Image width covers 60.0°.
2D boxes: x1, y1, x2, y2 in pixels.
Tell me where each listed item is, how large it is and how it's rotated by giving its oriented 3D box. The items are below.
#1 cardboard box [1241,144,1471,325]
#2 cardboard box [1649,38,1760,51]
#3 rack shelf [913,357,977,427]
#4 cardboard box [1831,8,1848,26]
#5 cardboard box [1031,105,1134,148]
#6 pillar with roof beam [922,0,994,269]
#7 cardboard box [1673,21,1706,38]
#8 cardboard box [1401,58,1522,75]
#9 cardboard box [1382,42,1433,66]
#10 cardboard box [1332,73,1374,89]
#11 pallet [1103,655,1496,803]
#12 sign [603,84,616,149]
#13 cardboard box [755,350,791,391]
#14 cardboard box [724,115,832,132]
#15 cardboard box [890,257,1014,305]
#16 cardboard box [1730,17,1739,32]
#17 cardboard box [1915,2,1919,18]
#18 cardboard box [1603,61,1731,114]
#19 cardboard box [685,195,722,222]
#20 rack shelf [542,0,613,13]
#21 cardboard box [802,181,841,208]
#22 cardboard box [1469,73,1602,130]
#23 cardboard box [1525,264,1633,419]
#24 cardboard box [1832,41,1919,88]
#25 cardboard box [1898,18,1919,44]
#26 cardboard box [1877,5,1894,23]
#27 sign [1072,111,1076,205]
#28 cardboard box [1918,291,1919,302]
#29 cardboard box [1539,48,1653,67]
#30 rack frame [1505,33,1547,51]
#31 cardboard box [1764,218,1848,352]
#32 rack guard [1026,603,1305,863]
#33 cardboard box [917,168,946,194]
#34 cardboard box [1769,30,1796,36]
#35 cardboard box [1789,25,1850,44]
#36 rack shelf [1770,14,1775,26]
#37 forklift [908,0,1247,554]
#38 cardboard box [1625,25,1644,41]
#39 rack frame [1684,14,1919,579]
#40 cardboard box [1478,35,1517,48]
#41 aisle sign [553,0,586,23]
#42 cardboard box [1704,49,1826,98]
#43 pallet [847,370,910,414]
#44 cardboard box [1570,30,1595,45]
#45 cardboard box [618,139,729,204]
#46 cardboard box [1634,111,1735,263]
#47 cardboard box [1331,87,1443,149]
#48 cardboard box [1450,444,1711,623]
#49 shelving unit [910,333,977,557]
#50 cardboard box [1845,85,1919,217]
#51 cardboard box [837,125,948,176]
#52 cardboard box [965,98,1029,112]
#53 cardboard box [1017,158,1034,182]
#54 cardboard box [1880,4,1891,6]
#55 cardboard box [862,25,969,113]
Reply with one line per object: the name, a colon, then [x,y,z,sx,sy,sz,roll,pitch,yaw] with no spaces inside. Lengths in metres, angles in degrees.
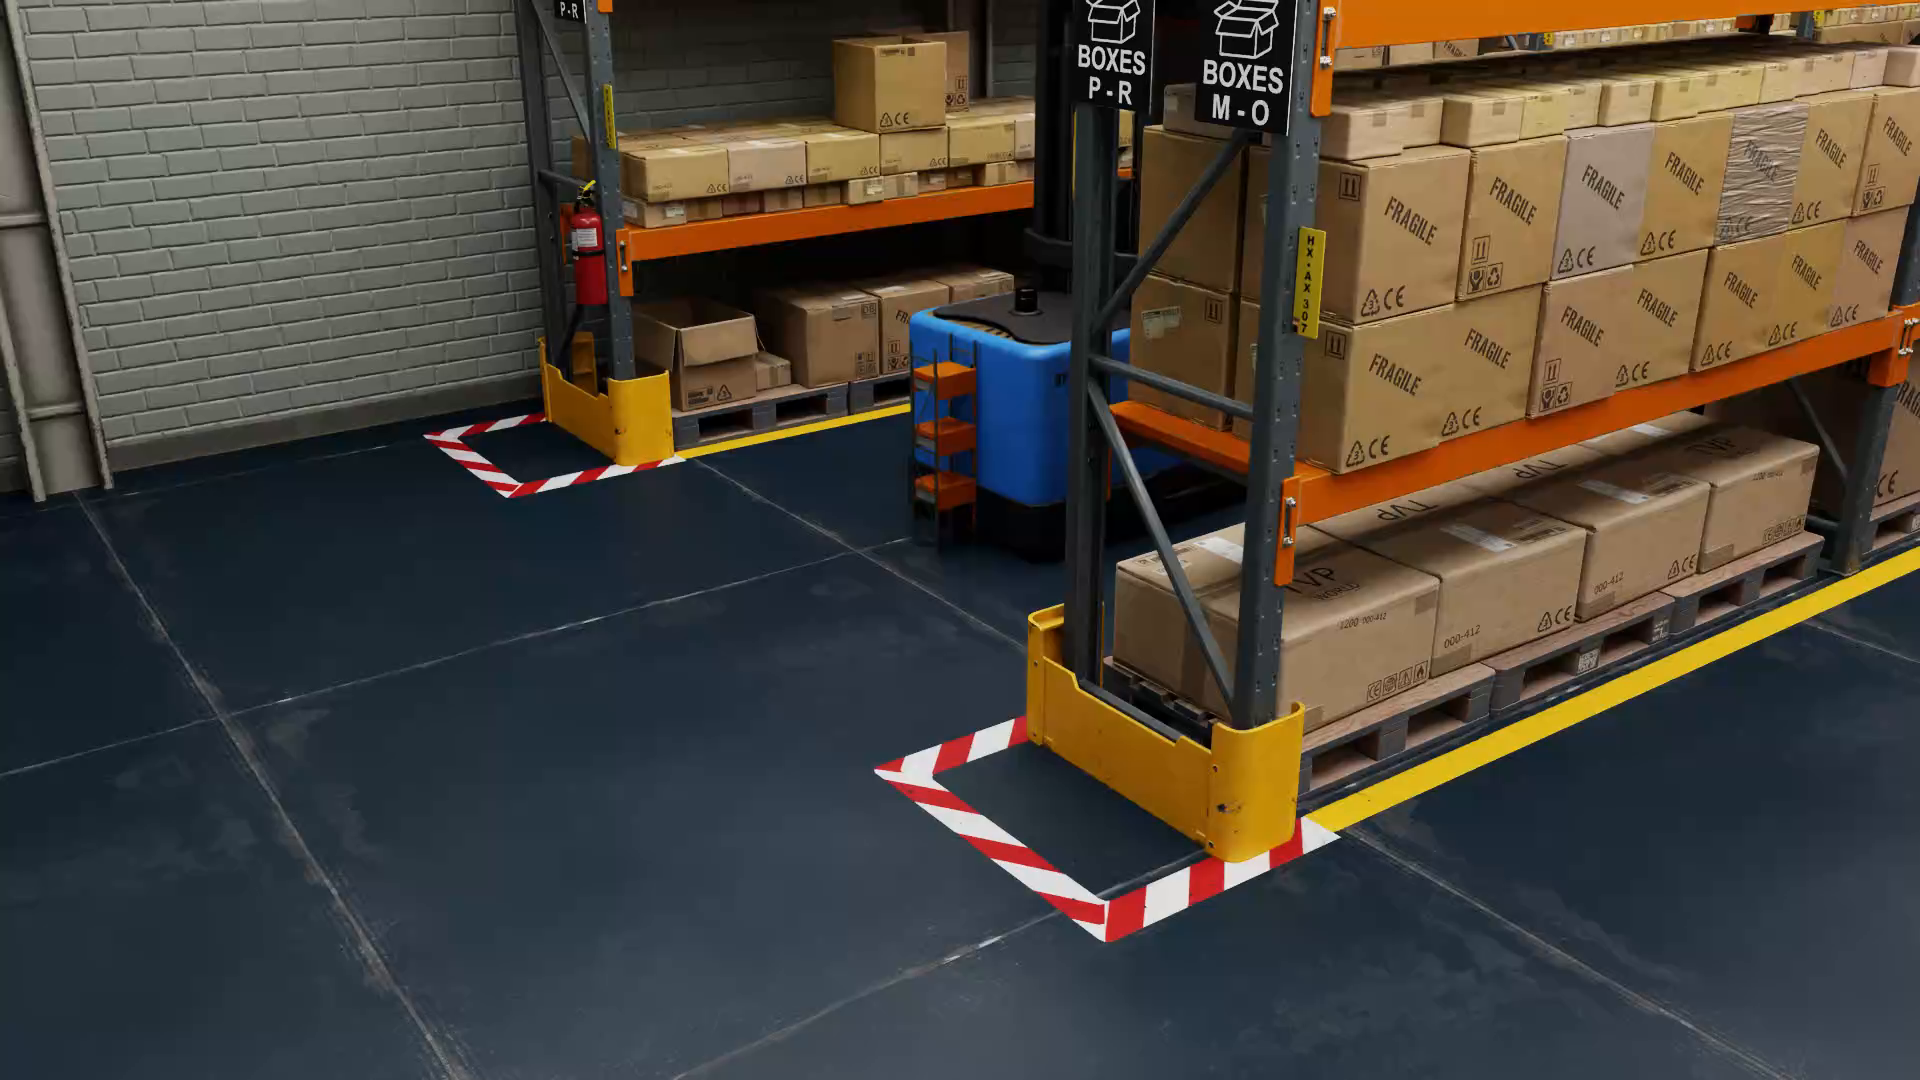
cardboard box: [1.288,-1.034,5.455,0.500,0.500,0.500,-16,27,-34]
cardboard box: [3.190,-2.064,7.162,0.250,0.149,0.380,-15,26,-33]
rack shelf: [-0.080,-0.717,8.040,0.240,0.259,0.215,-17,27,-37]
cardboard box: [8.193,-4.988,15.840,0.250,0.149,0.380,-14,26,-32]
cardboard box: [0.807,-2.748,11.036,0.500,0.250,0.500,-14,26,-32]
pillar with roof beam: [2.500,-4.474,7.468,0.400,9.000,9.100,-15,26,-33]
cardboard box: [6.234,-4.435,14.454,0.250,0.149,0.380,-16,27,-34]
cardboard box: [1.911,-1.747,6.368,0.250,0.149,0.380,-14,26,-32]
cardboard box: [3.107,-3.563,12.571,0.637,0.503,0.797,-16,27,-34]
cardboard box: [1.259,-1.598,5.994,0.250,0.149,0.380,-15,26,-33]
pallet: [1.336,0.594,6.623,1.213,0.211,1.003,-15,26,-33]
sign: [-1.852,-2.236,8.784,0.005,0.325,0.100,-15,26,-33]
cardboard box: [-1.250,-1.052,10.266,0.250,0.149,0.380,-16,27,-35]
cardboard box: [-1.127,-2.462,10.320,0.500,0.250,0.500,-14,26,-31]
cardboard box: [-0.058,-1.533,10.997,0.500,0.500,0.700,-16,27,-35]
cardboard box: [6.859,-4.606,14.882,0.250,0.149,0.380,-16,27,-34]
cardboard box: [9.418,-5.337,16.713,0.250,0.149,0.380,-15,26,-33]
cardboard box: [2.650,-1.705,6.262,0.250,0.149,0.380,-15,26,-33]
cardboard box: [-1.563,-1.938,9.544,0.250,0.149,0.380,-14,26,-32]
rack shelf: [-0.546,-3.489,10.016,4.000,0.370,1.077,-15,26,-33]
cardboard box: [-0.917,-2.101,9.952,0.250,0.149,0.380,-14,26,-32]
cardboard box: [2.017,-1.545,5.862,0.250,0.149,0.380,-15,26,-32]
cardboard box: [2.108,-0.791,6.196,0.500,0.500,0.500,-15,26,-33]
cardboard box: [3.915,-2.020,7.052,0.250,0.149,0.380,-16,27,-34]
cardboard box: [9.328,-4.988,16.715,0.500,0.500,0.500,-15,26,-32]
cardboard box: [8.846,-5.141,16.222,0.250,0.149,0.380,-15,26,-33]
sign: [0.427,-1.319,5.771,0.005,0.325,0.100,-15,26,-33]
cardboard box: [4.491,-1.316,7.850,0.500,0.250,0.500,-16,27,-34]
cardboard box: [2.564,-1.901,6.753,0.250,0.149,0.380,-15,26,-33]
rack frame: [4.324,-3.729,13.693,0.127,3.000,1.000,-15,26,-33]
cardboard box: [3.338,-1.126,7.037,0.500,0.500,0.500,-16,27,-34]
rack guard: [0.713,0.662,6.064,0.348,0.500,1.175,-15,26,-33]
cardboard box: [-0.297,-2.272,10.383,0.250,0.149,0.380,-15,26,-33]
cardboard box: [7.322,-4.574,15.339,0.500,0.250,0.500,-16,27,-34]
cardboard box: [8.084,-4.658,15.888,0.500,0.500,0.500,-16,27,-34]
rack shelf: [5.603,-2.862,8.445,4.000,0.370,1.077,-15,26,-33]
forklift: [1.184,-1.727,8.770,3.031,2.935,1.130,-17,27,-37]
cardboard box: [5.556,-4.302,14.120,0.250,0.149,0.380,-15,26,-32]
rack frame: [3.979,-1.370,7.783,0.127,3.000,1.000,-15,26,-33]
cardboard box: [4.470,-4.208,13.883,0.250,0.149,0.380,-14,26,-31]
aisle sign: [-2.053,-3.101,8.613,0.004,0.787,0.394,-15,26,-33]
cardboard box: [3.235,-1.884,6.712,0.250,0.149,0.380,-15,26,-33]
pallet: [-0.472,-1.154,11.003,1.213,0.211,1.003,-15,26,-33]
cardboard box: [4.971,-4.115,13.651,0.250,0.149,0.380,-14,26,-32]
cardboard box: [-1.644,-2.083,9.369,0.500,0.250,0.500,-15,26,-33]
cardboard box: [2.521,-1.369,6.297,0.500,0.500,0.500,-15,26,-33]
cardboard box: [1.353,-1.388,5.469,0.250,0.149,0.380,-14,26,-32]
cardboard box: [2.681,-0.078,7.434,0.875,0.438,0.875,-16,27,-34]
shelving unit: [-0.080,-0.463,8.141,0.252,1.050,0.215,-17,27,-37]
cardboard box: [3.758,-1.696,7.115,0.500,0.500,0.500,-15,26,-33]
cardboard box: [-0.422,-2.420,10.214,0.500,0.250,0.500,-16,27,-34]
cardboard box: [0.115,-2.795,11.154,0.500,0.250,0.500,-15,26,-33]
cardboard box: [0.342,-2.426,10.768,0.250,0.149,0.380,-14,26,-31]
cardboard box: [8.829,-5.291,16.196,0.250,0.149,0.380,-15,26,-34]
cardboard box: [-0.287,-3.037,10.750,0.500,0.500,0.500,-16,27,-34]
